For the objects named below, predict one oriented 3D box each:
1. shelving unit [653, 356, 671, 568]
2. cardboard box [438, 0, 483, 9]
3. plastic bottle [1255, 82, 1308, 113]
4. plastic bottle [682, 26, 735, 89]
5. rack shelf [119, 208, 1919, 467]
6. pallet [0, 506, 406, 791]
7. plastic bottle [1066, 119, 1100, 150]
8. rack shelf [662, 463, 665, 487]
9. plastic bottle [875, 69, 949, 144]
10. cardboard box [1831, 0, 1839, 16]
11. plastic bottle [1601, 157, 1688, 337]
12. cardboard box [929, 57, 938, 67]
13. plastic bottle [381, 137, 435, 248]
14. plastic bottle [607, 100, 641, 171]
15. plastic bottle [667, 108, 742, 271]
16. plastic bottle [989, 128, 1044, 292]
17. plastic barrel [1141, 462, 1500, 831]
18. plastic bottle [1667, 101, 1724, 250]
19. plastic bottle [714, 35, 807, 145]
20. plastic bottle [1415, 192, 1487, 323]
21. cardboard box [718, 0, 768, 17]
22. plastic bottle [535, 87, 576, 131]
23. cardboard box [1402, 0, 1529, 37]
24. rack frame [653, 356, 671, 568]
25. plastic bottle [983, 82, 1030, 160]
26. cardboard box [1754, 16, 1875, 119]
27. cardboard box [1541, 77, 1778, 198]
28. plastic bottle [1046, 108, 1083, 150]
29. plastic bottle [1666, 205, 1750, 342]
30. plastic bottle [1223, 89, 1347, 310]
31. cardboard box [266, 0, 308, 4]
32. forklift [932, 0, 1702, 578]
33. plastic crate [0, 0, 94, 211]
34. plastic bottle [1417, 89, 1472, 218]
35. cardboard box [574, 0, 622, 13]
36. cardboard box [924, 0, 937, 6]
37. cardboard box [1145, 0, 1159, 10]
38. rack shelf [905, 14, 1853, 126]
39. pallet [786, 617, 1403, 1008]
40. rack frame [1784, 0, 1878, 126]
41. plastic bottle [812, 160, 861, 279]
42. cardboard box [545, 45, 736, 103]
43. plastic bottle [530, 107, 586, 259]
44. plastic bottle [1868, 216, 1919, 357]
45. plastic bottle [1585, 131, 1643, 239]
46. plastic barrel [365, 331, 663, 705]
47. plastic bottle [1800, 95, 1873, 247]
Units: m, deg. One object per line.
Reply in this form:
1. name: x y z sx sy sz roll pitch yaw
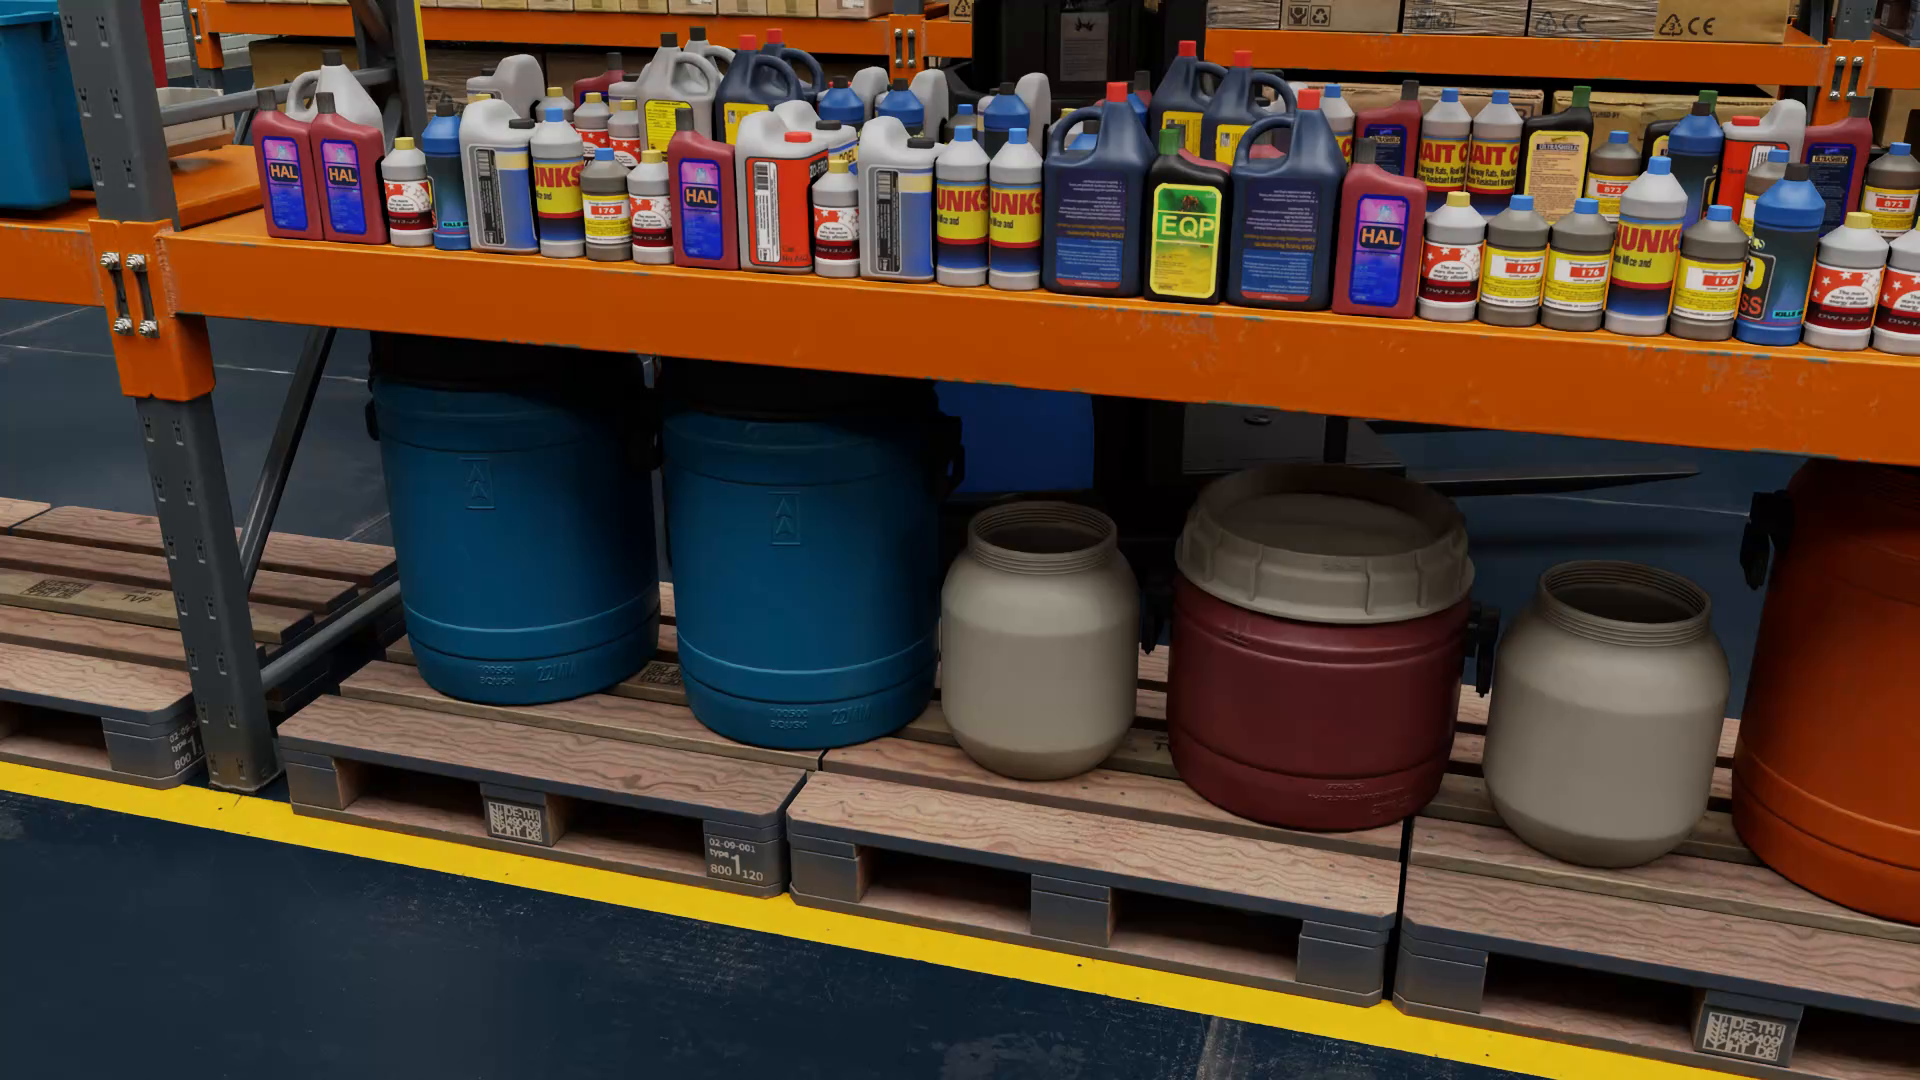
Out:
1. shelving unit: -0.809 -0.520 4.957 0.189 1.200 0.258 -2 22 -6
2. cardboard box: -2.461 -2.808 8.495 0.250 0.149 0.380 6 23 15
3. plastic bottle: 0.642 -0.806 3.447 0.135 0.276 0.152 7 23 16
4. plastic bottle: -0.564 -0.981 3.773 0.185 0.351 0.144 7 23 16
5. rack shelf: 0.376 -0.433 3.322 4.000 0.370 1.077 7 23 16
6. pallet: -2.254 0.238 4.411 1.213 0.211 1.003 7 23 16
7. plastic bottle: 0.234 -0.618 2.994 0.097 0.271 0.097 0 22 0
8. rack shelf: -0.809 -0.257 5.065 0.180 0.103 0.258 -2 22 -6
9. plastic bottle: -0.107 -0.892 3.656 0.135 0.276 0.152 7 23 16
10. cardboard box: 10.600 -6.549 19.859 0.625 0.625 0.875 6 23 15
11. plastic bottle: 1.081 -0.464 2.618 0.097 0.271 0.097 0 22 0
12. cardboard box: -0.264 -3.787 12.969 0.250 0.149 0.380 6 23 14
13. plastic bottle: -1.068 -0.678 3.231 0.097 0.201 0.097 0 22 0
14. plastic bottle: -0.737 -0.880 3.725 0.097 0.201 0.097 0 22 0
15. plastic bottle: -0.461 -0.639 3.029 0.133 0.283 0.061 7 23 16
16. plastic bottle: 0.099 -0.576 2.892 0.097 0.271 0.097 0 22 0
17. plastic barrel: 0.736 0.203 3.446 0.708 0.588 0.600 7 23 16
18. plastic bottle: 1.406 -0.703 3.202 0.097 0.271 0.097 0 22 0
19. plastic bottle: -0.429 -0.908 3.596 0.185 0.351 0.144 7 23 16
20. plastic bottle: 0.802 -0.464 2.709 0.097 0.201 0.097 0 22 0
21. cardboard box: -0.987 -2.639 8.083 0.250 0.149 0.380 6 23 15
22. plastic bottle: -0.949 -0.965 3.932 0.097 0.201 0.097 0 22 0
23. cardboard box: 2.204 -2.469 7.205 0.500 0.500 0.500 6 23 14
24. rack frame: -0.900 -0.517 4.948 0.006 1.200 0.240 -2 22 -6
25. plastic bottle: 0.097 -0.817 3.479 0.097 0.271 0.097 0 22 0
26. cardboard box: 5.808 -3.191 11.509 0.750 0.750 1.050 6 23 15
27. cardboard box: 3.067 -1.641 7.564 0.875 0.875 1.225 5 23 13
28. plastic bottle: 0.234 -0.829 3.601 0.097 0.201 0.097 0 22 0
29. plastic bottle: 1.174 -0.421 2.605 0.097 0.201 0.097 0 22 0
30. plastic bottle: 0.546 -0.571 2.775 0.185 0.351 0.144 7 23 16
31. cardboard box: -3.447 -2.921 8.769 0.250 0.149 0.380 6 23 15
32. forklift: 0.783 -1.428 4.889 3.031 2.935 1.130 -2 22 -6
33. plastic crate: -2.084 -0.933 3.534 0.575 0.384 0.392 7 23 16
34. plastic bottle: 0.982 -0.776 3.379 0.097 0.271 0.097 0 22 0
35. cardboard box: -1.725 -2.724 8.289 0.250 0.149 0.380 6 23 15
36. cardboard box: -0.295 -2.822 8.528 0.250 0.149 0.380 7 23 16
37. cardboard box: 0.742 -2.635 7.610 0.500 0.500 0.500 7 23 16
38. rack shelf: 1.807 -2.233 7.709 4.000 0.370 1.077 7 23 16
39. pallet: 0.360 0.538 3.681 1.213 0.211 1.003 7 23 16
40. rack frame: 3.721 -2.346 7.038 0.127 3.000 1.000 7 23 16
41. plastic bottle: -0.216 -0.580 2.993 0.097 0.201 0.097 0 22 0
42. cardboard box: -1.579 -2.196 8.918 0.875 0.875 0.875 7 23 16
43. plastic bottle: -0.752 -0.674 3.130 0.097 0.271 0.097 0 22 0
44. plastic bottle: 1.454 -0.389 2.527 0.097 0.201 0.097 0 22 0
45. plastic bottle: 1.296 -0.708 3.305 0.097 0.201 0.097 0 22 0
46. plastic barrel: -1.023 -0.143 3.878 0.708 0.901 0.600 7 23 16
47. plastic bottle: 1.668 -0.710 3.203 0.133 0.283 0.061 7 23 16
